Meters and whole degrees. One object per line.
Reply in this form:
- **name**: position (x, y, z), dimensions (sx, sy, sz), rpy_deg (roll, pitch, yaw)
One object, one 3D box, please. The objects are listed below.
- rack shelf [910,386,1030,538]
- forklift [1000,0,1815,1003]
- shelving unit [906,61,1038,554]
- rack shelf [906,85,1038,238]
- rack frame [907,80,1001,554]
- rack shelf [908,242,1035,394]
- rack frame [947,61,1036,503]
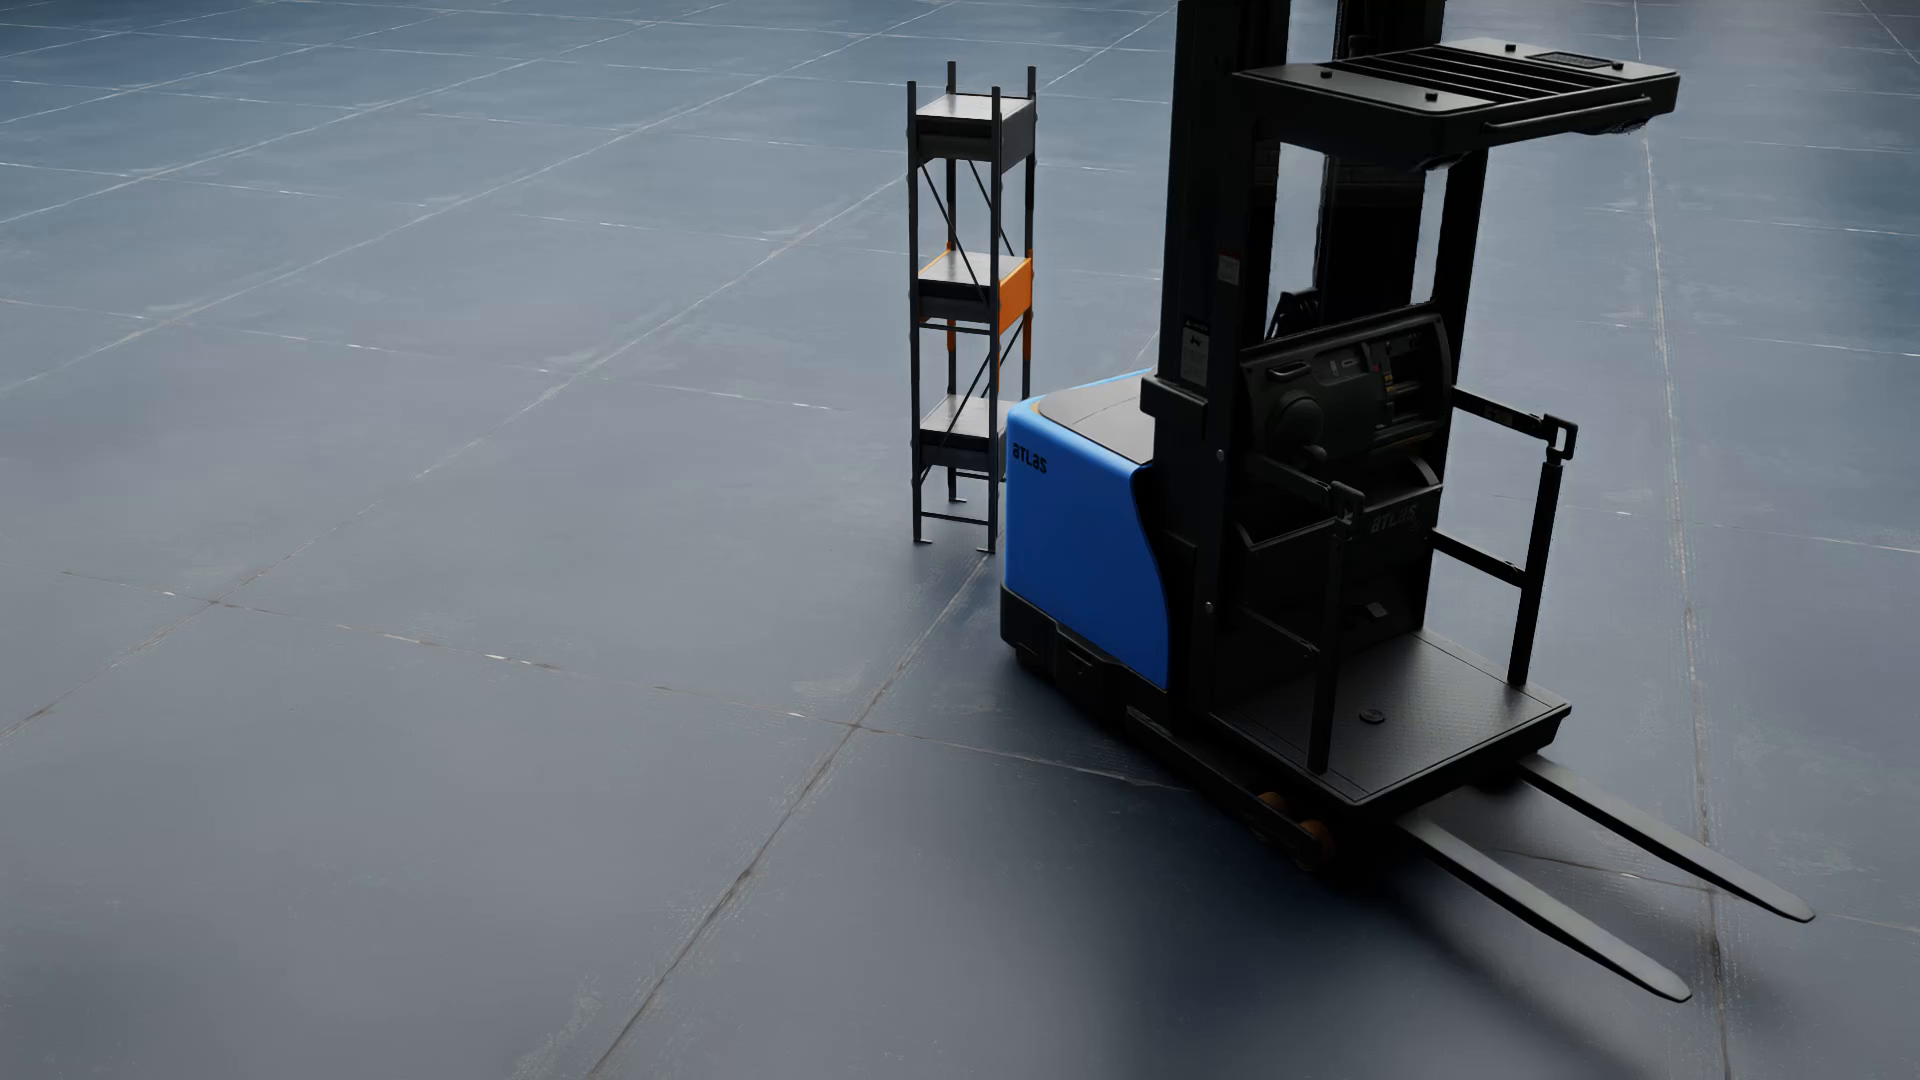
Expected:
- **rack shelf**: position (0.055, -0.371, 7.744), dimensions (0.431, 0.518, 0.480), rpy_deg (9, 27, 17)
- **forklift**: position (1.411, -0.466, 5.349), dimensions (1.130, 2.935, 3.031), rpy_deg (-17, 30, -31)
- **shelving unit**: position (0.055, -1.013, 7.433), dimensions (0.431, 2.100, 0.503), rpy_deg (9, 27, 17)
- **rack shelf**: position (0.055, -1.631, 7.134), dimensions (0.431, 0.518, 0.480), rpy_deg (9, 27, 17)
- **rack frame**: position (-0.026, -0.913, 7.226), dimensions (0.400, 2.100, 0.015), rpy_deg (9, 27, 17)
- **rack shelf**: position (0.055, -1.001, 7.439), dimensions (0.431, 0.518, 0.480), rpy_deg (9, 27, 17)
- **rack frame**: position (0.136, -1.113, 7.640), dimensions (0.400, 2.100, 0.015), rpy_deg (9, 27, 17)
